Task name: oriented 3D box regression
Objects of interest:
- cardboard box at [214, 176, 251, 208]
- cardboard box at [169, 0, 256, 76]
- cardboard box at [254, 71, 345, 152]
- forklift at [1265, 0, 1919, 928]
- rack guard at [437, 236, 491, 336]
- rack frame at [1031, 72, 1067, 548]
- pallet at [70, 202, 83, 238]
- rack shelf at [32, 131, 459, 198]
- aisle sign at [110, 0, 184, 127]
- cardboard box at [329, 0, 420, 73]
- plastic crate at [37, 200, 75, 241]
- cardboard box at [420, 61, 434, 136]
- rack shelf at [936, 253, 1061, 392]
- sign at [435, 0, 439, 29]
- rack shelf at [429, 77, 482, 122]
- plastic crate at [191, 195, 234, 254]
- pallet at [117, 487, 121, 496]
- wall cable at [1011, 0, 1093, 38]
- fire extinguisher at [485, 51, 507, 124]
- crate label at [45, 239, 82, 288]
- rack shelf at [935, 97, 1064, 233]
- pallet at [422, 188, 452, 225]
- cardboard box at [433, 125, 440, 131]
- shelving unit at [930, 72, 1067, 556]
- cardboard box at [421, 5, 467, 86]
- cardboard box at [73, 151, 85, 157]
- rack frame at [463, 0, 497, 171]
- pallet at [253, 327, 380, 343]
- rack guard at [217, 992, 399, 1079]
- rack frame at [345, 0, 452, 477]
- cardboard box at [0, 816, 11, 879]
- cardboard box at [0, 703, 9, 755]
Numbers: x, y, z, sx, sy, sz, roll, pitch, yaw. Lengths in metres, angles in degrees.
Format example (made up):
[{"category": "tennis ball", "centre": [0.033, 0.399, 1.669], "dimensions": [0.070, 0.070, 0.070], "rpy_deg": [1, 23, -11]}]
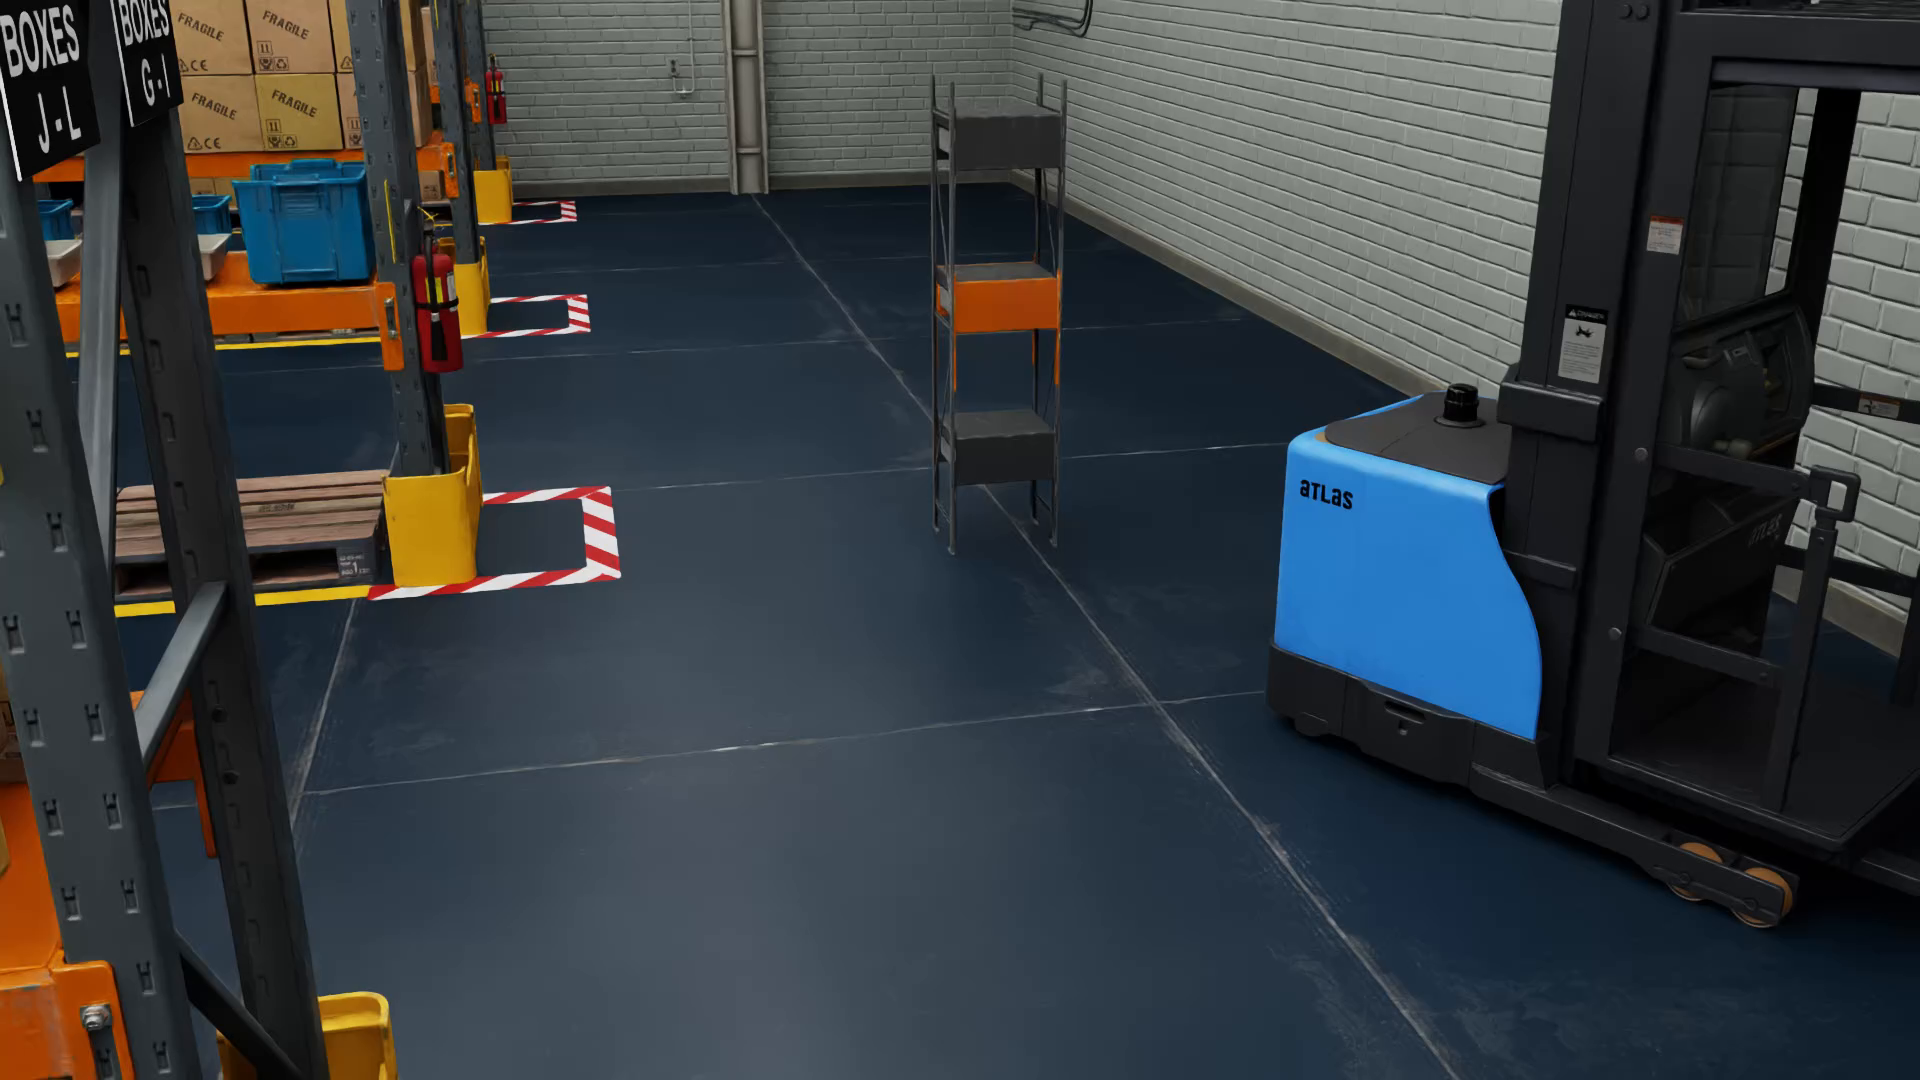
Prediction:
[{"category": "cardboard box", "centre": [-6.883, -3.525, 16.099], "dimensions": [0.500, 0.500, 0.700], "rpy_deg": [-4, 21, -11]}, {"category": "cardboard box", "centre": [-4.952, -3.363, 11.035], "dimensions": [0.500, 0.500, 0.500], "rpy_deg": [-4, 21, -11]}, {"category": "cardboard box", "centre": [-4.465, -2.935, 11.320], "dimensions": [0.500, 0.500, 0.500], "rpy_deg": [-4, 21, -12]}, {"category": "forklift", "centre": [2.474, -0.462, 4.816], "dimensions": [1.130, 2.935, 3.031], "rpy_deg": [-18, 27, -40]}, {"category": "rack guard", "centre": [-3.661, -1.877, 12.211], "dimensions": [0.348, 0.500, 1.175], "rpy_deg": [-5, 21, -12]}, {"category": "rack frame", "centre": [0.399, -1.018, 7.542], "dimensions": [0.015, 2.100, 0.400], "rpy_deg": [-5, 21, -12]}, {"category": "pallet", "centre": [-7.866, -3.122, 16.032], "dimensions": [1.213, 0.211, 1.003], "rpy_deg": [-5, 21, -12]}, {"category": "rack shelf", "centre": [-5.534, -2.560, 11.489], "dimensions": [4.000, 0.370, 1.077], "rpy_deg": [-5, 21, -12]}, {"category": "aisle sign", "centre": [-1.311, -1.067, 2.587], "dimensions": [0.004, 0.787, 0.394], "rpy_deg": [-5, 21, -12]}, {"category": "cardboard box", "centre": [-3.957, -3.446, 11.261], "dimensions": [0.500, 0.500, 0.500], "rpy_deg": [-5, 21, -13]}, {"category": "plastic crate", "centre": [-4.049, -1.334, 7.252], "dimensions": [0.300, 0.233, 0.416], "rpy_deg": [-5, 21, -12]}, {"category": "cardboard box", "centre": [-4.080, -3.157, 11.926], "dimensions": [0.500, 0.500, 0.500], "rpy_deg": [-4, 21, -11]}, {"category": "rack shelf", "centre": [0.161, -0.986, 7.494], "dimensions": [0.480, 0.518, 0.431], "rpy_deg": [-5, 21, -12]}, {"category": "sign", "centre": [-3.479, -3.561, 11.033], "dimensions": [0.005, 0.325, 0.100], "rpy_deg": [-5, 21, -12]}, {"category": "rack shelf", "centre": [-6.677, -4.218, 16.015], "dimensions": [4.000, 0.370, 1.077], "rpy_deg": [-5, 21, -12]}, {"category": "plastic crate", "centre": [-3.408, -1.386, 7.394], "dimensions": [0.300, 0.233, 0.416], "rpy_deg": [-5, 21, -12]}, {"category": "pallet", "centre": [-4.448, 0.059, 7.347], "dimensions": [1.213, 0.211, 1.003], "rpy_deg": [-5, 21, -12]}, {"category": "wall cable", "centre": [0.855, -6.401, 16.721], "dimensions": [0.112, 2.526, 3.097], "rpy_deg": [-5, 21, -12]}, {"category": "fire extinguisher", "centre": [-4.478, -4.360, 16.012], "dimensions": [0.183, 0.674, 0.296], "rpy_deg": [-5, 21, -12]}, {"category": "crate label", "centre": [-3.754, -1.129, 6.832], "dimensions": [0.243, 0.136, 0.396], "rpy_deg": [-5, 21, -12]}, {"category": "rack shelf", "centre": [0.161, -1.644, 7.253], "dimensions": [0.480, 0.518, 0.431], "rpy_deg": [-5, 21, -12]}, {"category": "pallet", "centre": [-5.491, -3.316, 16.559], "dimensions": [1.213, 0.211, 1.003], "rpy_deg": [-5, 21, -12]}, {"category": "cardboard box", "centre": [-5.314, -4.030, 16.537], "dimensions": [0.250, 0.149, 0.380], "rpy_deg": [-5, 21, -12]}, {"category": "shelving unit", "centre": [0.161, -0.999, 7.489], "dimensions": [0.503, 2.100, 0.431], "rpy_deg": [-5, 21, -12]}, {"category": "cardboard box", "centre": [-5.225, -4.812, 16.153], "dimensions": [0.700, 0.700, 0.980], "rpy_deg": [-4, 20, -10]}, {"category": "cardboard box", "centre": [-5.937, -2.816, 10.997], "dimensions": [0.500, 0.500, 0.500], "rpy_deg": [-5, 21, -13]}, {"category": "rack frame", "centre": [-4.731, -4.714, 16.324], "dimensions": [0.127, 3.000, 1.000], "rpy_deg": [-5, 21, -12]}, {"category": "pallet", "centre": [-4.437, -1.678, 12.088], "dimensions": [1.213, 0.211, 1.003], "rpy_deg": [-5, 21, -12]}, {"category": "rack guard", "centre": [-1.288, 1.432, 3.180], "dimensions": [0.348, 0.500, 1.175], "rpy_deg": [-5, 21, -12]}, {"category": "rack frame", "centre": [-2.451, -1.398, 7.271], "dimensions": [0.127, 3.000, 1.000], "rpy_deg": [-5, 21, -12]}, {"category": "cardboard box", "centre": [-1.582, 0.516, 2.410], "dimensions": [0.250, 0.149, 0.380], "rpy_deg": [-4, 21, -11]}, {"category": "cardboard box", "centre": [-1.722, 0.318, 2.372], "dimensions": [0.500, 0.250, 0.500], "rpy_deg": [-5, 21, -13]}]
